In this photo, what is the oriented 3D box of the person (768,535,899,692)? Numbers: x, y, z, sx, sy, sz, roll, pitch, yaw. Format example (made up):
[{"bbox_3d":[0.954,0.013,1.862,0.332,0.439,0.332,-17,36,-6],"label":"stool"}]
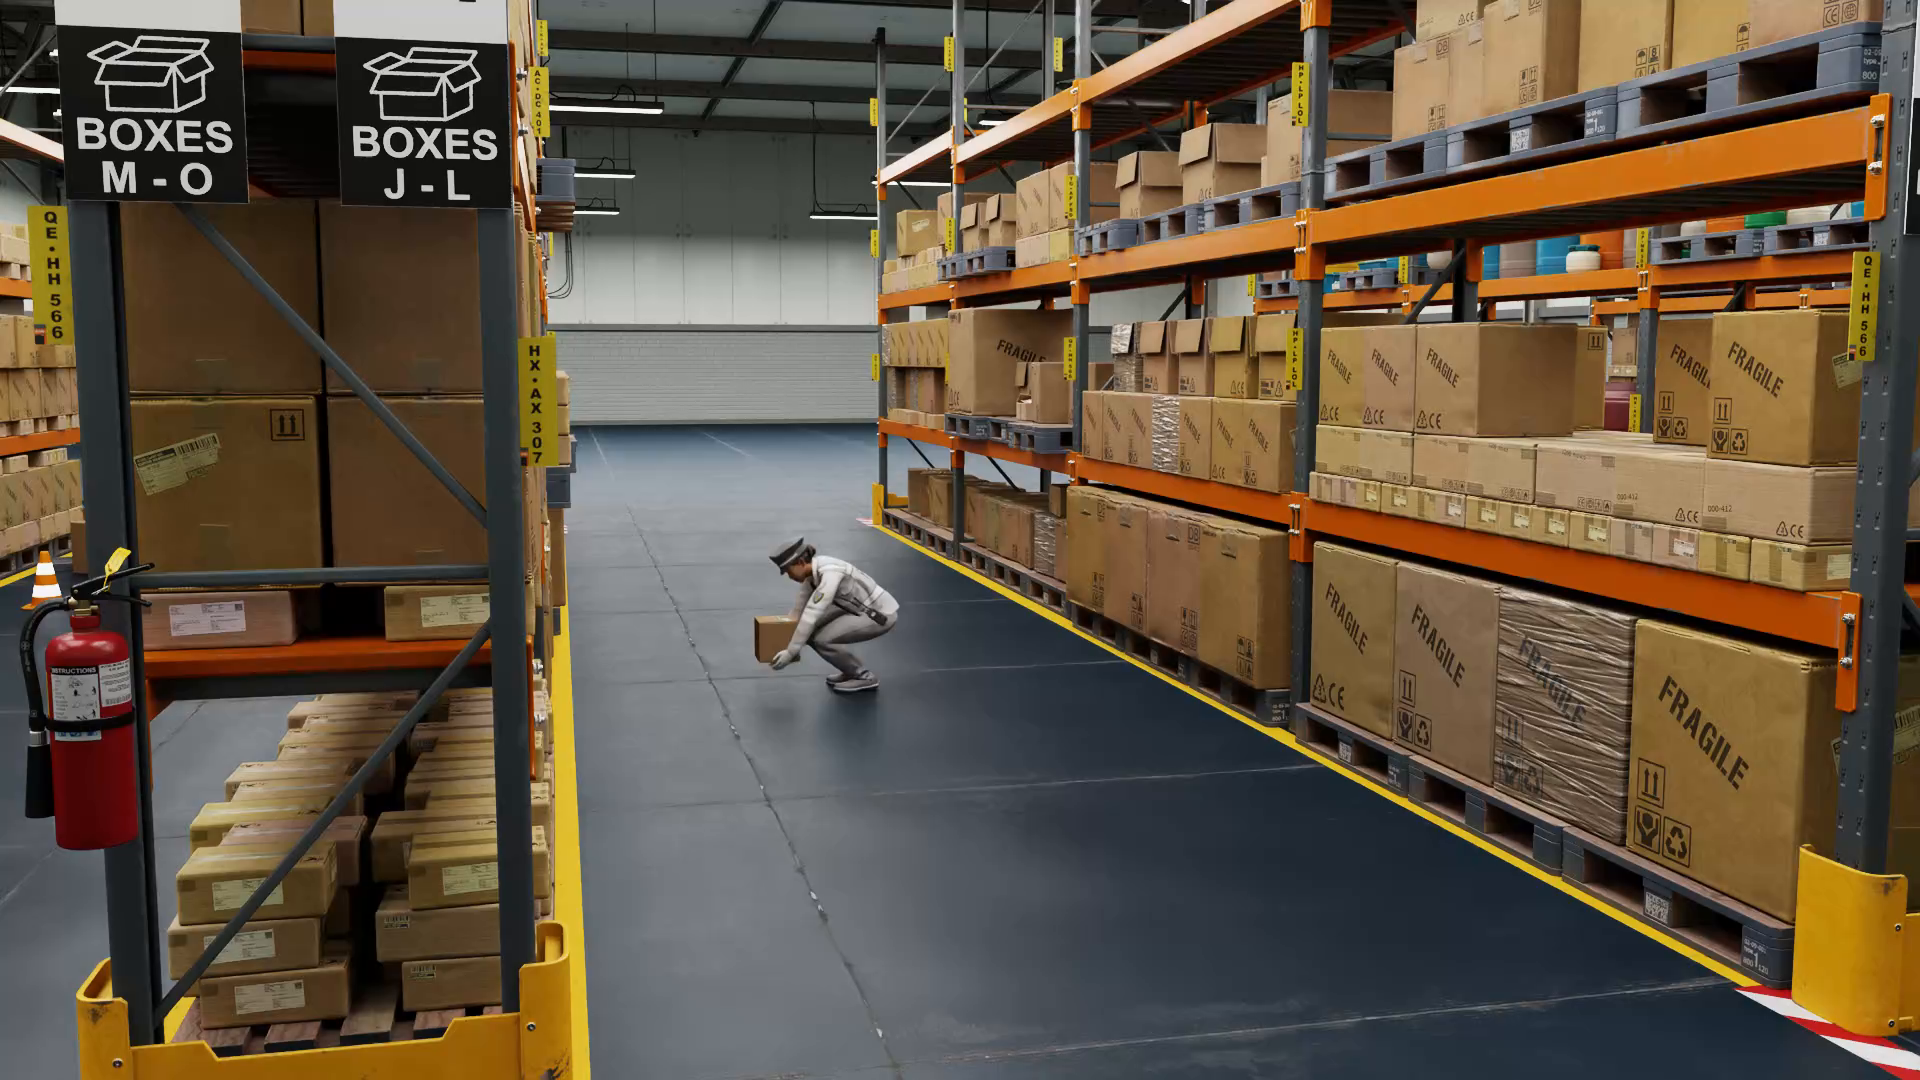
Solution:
[{"bbox_3d":[-0.784,0.447,10.298,0.819,0.975,0.493,-2,6,-14],"label":"person"}]
